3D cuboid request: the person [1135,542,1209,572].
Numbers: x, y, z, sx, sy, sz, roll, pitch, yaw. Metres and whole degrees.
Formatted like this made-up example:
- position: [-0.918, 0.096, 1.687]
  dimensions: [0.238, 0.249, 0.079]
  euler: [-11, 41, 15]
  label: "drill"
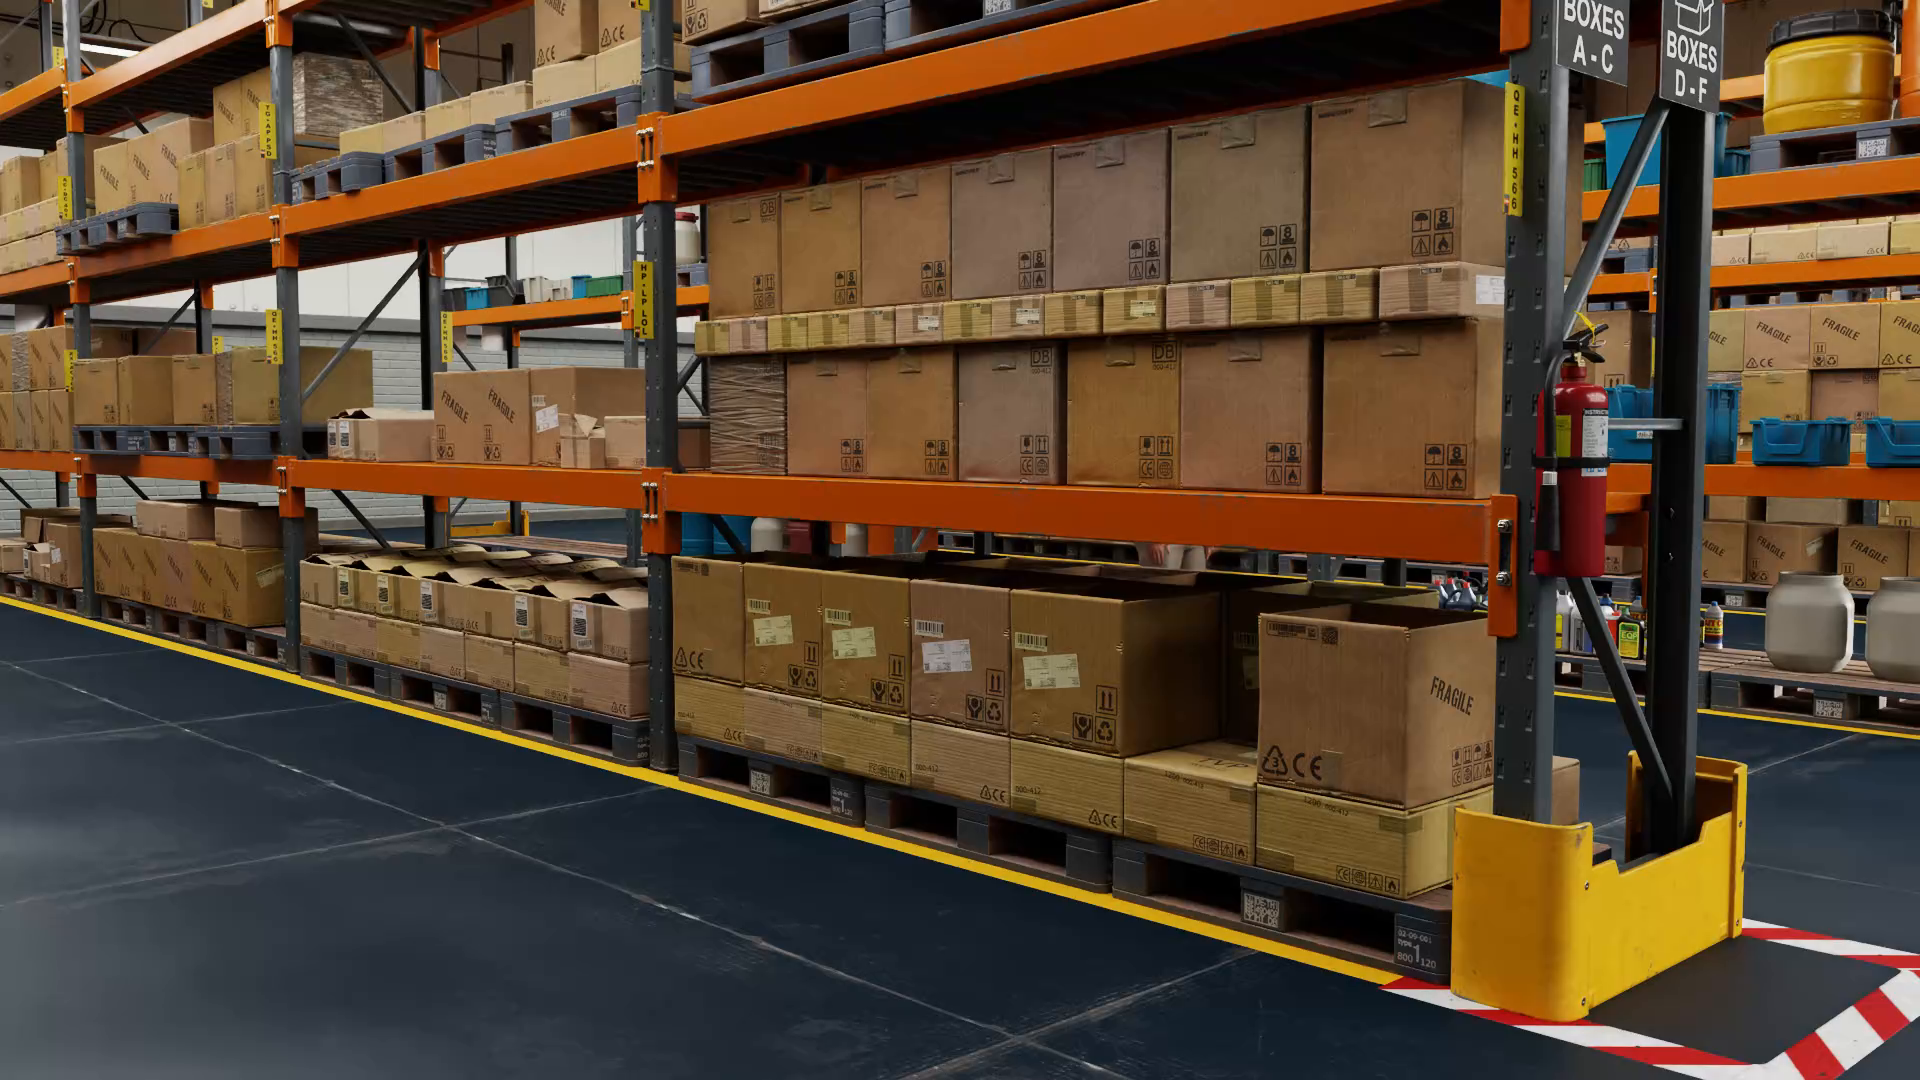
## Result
- position: [1.223, -0.004, 9.450]
  dimensions: [0.393, 1.725, 0.593]
  euler: [4, 5, 43]
  label: "person"
